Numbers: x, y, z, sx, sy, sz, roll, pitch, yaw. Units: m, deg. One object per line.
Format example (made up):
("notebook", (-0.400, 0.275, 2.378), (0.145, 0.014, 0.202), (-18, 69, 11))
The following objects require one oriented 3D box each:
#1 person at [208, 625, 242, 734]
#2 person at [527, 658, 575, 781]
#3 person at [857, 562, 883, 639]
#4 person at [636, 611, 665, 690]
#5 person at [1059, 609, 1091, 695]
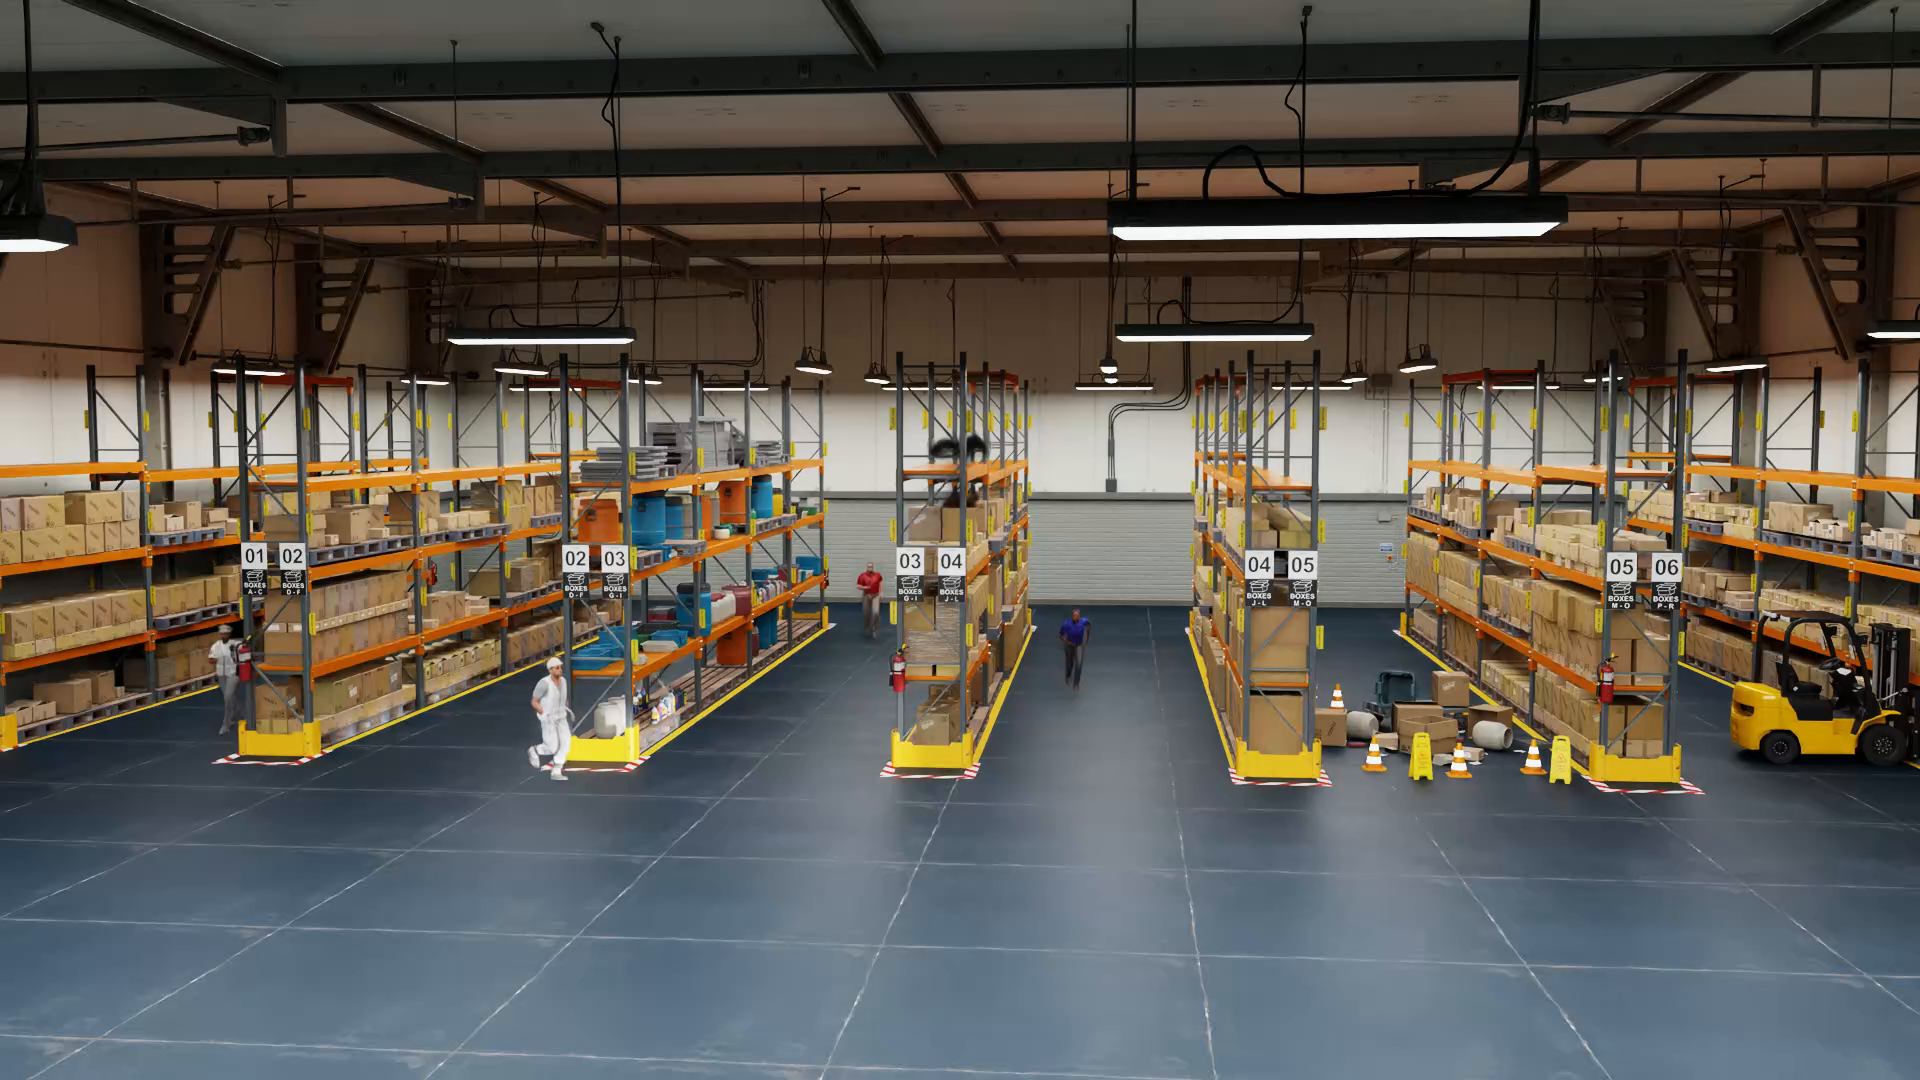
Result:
("person", (-11.901, 2.227, 27.059), (0.525, 1.739, 0.861), (0, 4, 4))
("person", (-5.733, 2.489, 23.252), (0.739, 1.725, 0.638), (3, 5, 38))
("person", (-2.080, 1.407, 38.590), (0.634, 1.797, 0.874), (-1, 4, -8))
("person", (-5.609, 2.059, 29.813), (0.639, 1.652, 0.687), (0, 4, -7))
("person", (2.108, 2.042, 30.928), (0.617, 1.619, 0.965), (-1, 4, -7))
